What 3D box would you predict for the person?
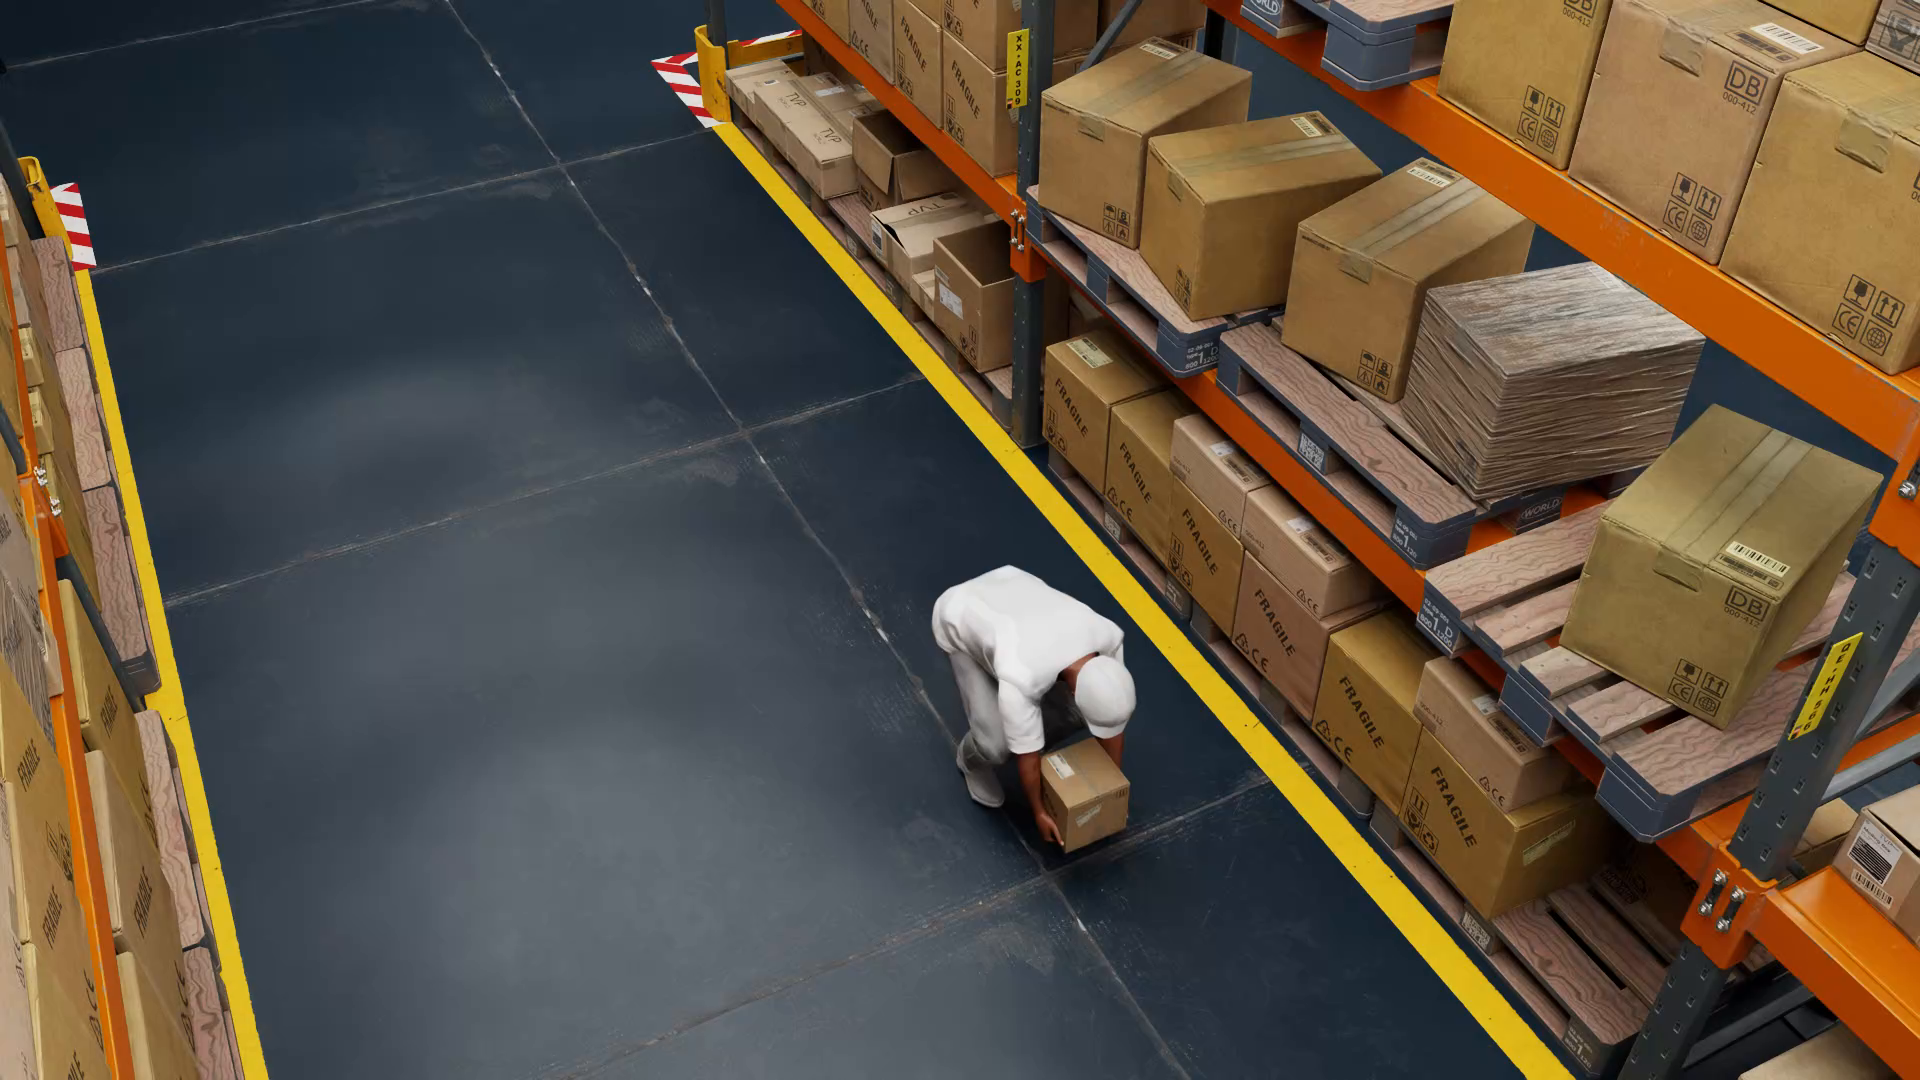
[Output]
[{"bbox_3d":[0.289,0.597,6.025,0.527,1.019,0.959,-21,45,-23],"label":"person"}]
